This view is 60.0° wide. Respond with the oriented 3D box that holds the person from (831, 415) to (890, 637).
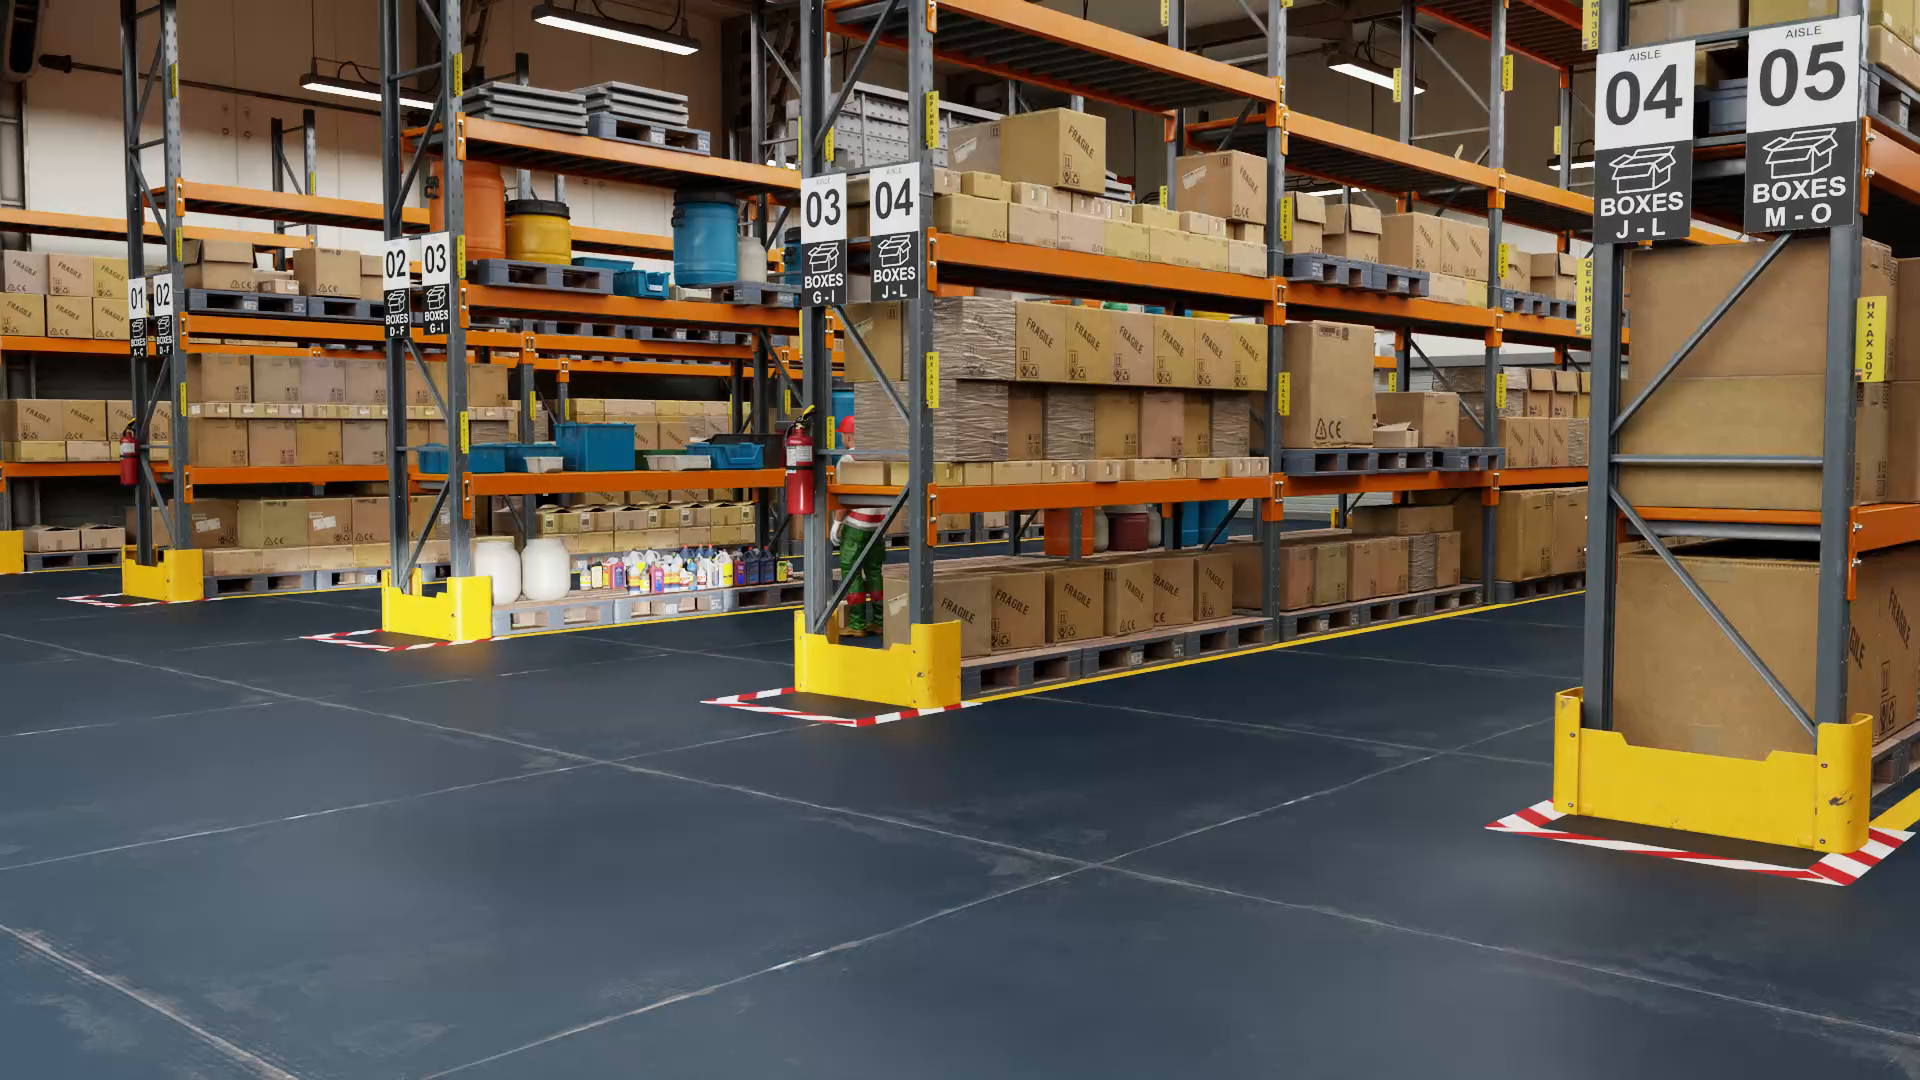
[{"bbox_3d":[-0.807,-0.116,13.442,0.454,1.779,0.620,3,5,40],"label":"person"}]
